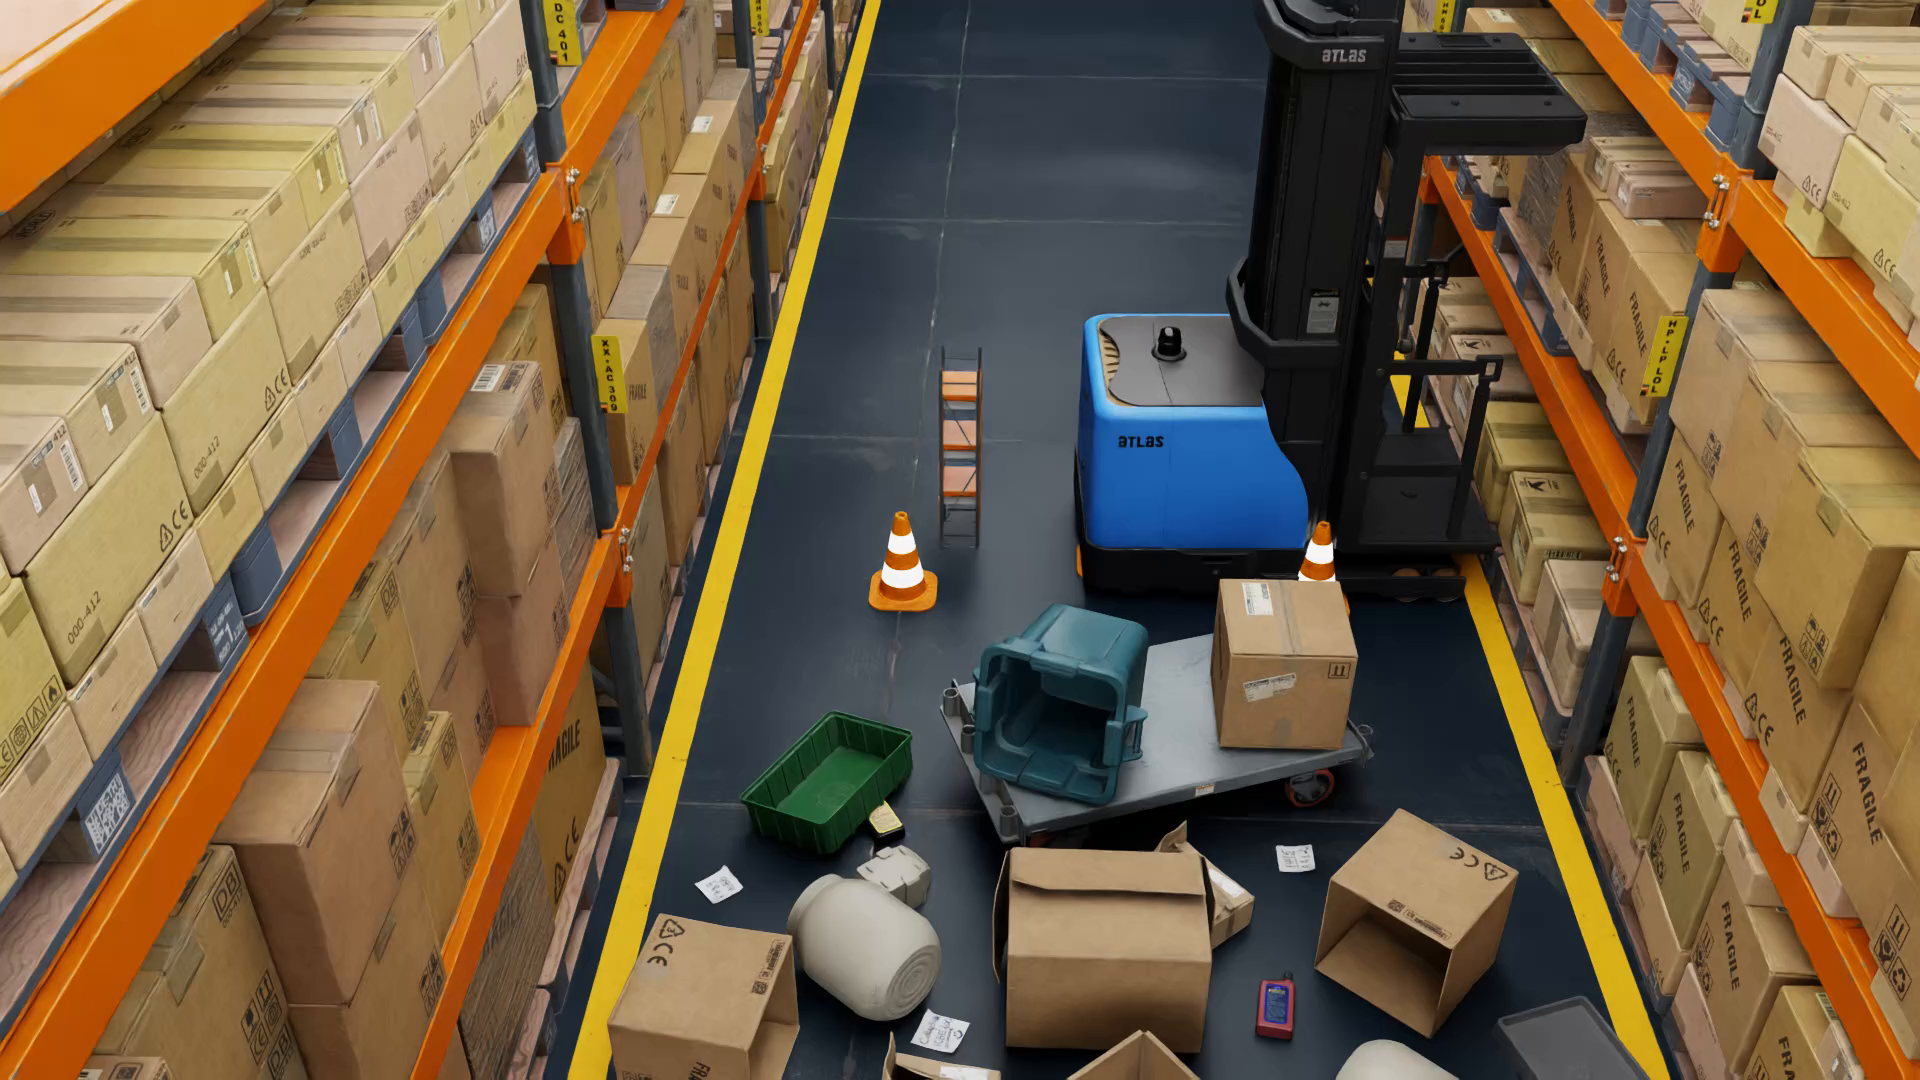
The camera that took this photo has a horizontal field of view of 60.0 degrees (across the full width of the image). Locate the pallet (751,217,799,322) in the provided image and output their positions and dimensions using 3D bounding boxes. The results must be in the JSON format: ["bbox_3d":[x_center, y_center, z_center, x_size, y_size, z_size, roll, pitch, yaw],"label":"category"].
[{"bbox_3d":[-1.653,-1.841,11.132,1.003,0.211,1.213,1,35,2],"label":"pallet"}]

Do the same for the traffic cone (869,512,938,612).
[{"bbox_3d":[-0.283,0.067,8.197,0.336,0.463,0.334,1,35,2],"label":"traffic cone"}]

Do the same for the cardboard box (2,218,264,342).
[{"bbox_3d":[-1.623,-0.515,3.284,0.380,0.149,0.250,1,35,1],"label":"cardboard box"}]

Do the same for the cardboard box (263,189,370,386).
[{"bbox_3d":[-1.671,-0.578,3.720,0.500,0.250,0.500,1,35,2],"label":"cardboard box"}]

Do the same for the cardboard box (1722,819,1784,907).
[{"bbox_3d":[2.719,1.056,5.395,0.380,0.149,0.250,3,35,5],"label":"cardboard box"}]

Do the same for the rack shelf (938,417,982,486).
[{"bbox_3d":[0.002,-0.452,8.444,0.215,0.259,0.240,1,35,2],"label":"rack shelf"}]

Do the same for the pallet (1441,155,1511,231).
[{"bbox_3d":[3.342,-1.986,9.080,1.213,0.211,1.003,1,35,2],"label":"pallet"}]

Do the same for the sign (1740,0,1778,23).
[{"bbox_3d":[2.549,-1.789,5.232,0.100,0.325,0.005,1,35,2],"label":"sign"}]

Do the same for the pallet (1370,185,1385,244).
[{"bbox_3d":[3.423,-2.486,12.050,1.003,0.211,1.213,1,35,2],"label":"pallet"}]

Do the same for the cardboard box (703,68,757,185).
[{"bbox_3d":[-1.435,-2.309,9.285,0.500,0.500,0.500,1,35,2],"label":"cardboard box"}]

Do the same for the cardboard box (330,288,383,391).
[{"bbox_3d":[-1.602,-0.478,3.925,0.380,0.149,0.250,1,35,2],"label":"cardboard box"}]

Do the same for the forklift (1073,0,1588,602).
[{"bbox_3d":[2.129,-1.200,7.854,3.031,2.935,1.130,0,35,0],"label":"forklift"}]

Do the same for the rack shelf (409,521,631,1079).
[{"bbox_3d":[-1.926,1.209,4.993,1.077,0.370,4.000,1,35,2],"label":"rack shelf"}]

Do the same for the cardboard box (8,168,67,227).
[{"bbox_3d":[-2.261,-0.823,3.722,0.380,0.149,0.250,1,35,2],"label":"cardboard box"}]

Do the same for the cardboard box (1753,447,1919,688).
[{"bbox_3d":[2.780,0.078,4.760,0.700,0.500,0.500,1,35,1],"label":"cardboard box"}]

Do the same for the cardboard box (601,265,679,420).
[{"bbox_3d":[-1.537,-0.862,7.226,0.500,0.500,0.500,2,35,2],"label":"cardboard box"}]

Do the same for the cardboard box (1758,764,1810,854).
[{"bbox_3d":[2.710,0.833,5.121,0.380,0.149,0.250,1,35,2],"label":"cardboard box"}]

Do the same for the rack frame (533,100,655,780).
[{"bbox_3d":[-1.846,-0.235,6.421,1.000,3.000,0.127,1,35,2],"label":"rack frame"}]

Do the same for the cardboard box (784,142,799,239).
[{"bbox_3d":[-1.385,-2.371,11.270,0.500,0.500,0.500,2,35,2],"label":"cardboard box"}]

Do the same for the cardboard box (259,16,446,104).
[{"bbox_3d":[-1.574,-1.248,4.326,0.380,0.149,0.250,2,35,3],"label":"cardboard box"}]

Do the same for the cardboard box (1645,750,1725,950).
[{"bbox_3d":[2.801,1.108,5.884,0.500,0.500,0.500,3,35,4],"label":"cardboard box"}]

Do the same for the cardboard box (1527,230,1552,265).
[{"bbox_3d":[2.952,-1.436,7.983,0.380,0.149,0.250,2,35,3],"label":"cardboard box"}]

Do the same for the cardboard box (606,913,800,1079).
[{"bbox_3d":[-0.883,1.702,5.836,0.500,0.500,0.500,7,36,10],"label":"cardboard box"}]

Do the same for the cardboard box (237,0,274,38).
[{"bbox_3d":[-2.210,-1.550,4.757,0.380,0.149,0.250,1,35,1],"label":"cardboard box"}]

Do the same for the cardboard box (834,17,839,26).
[{"bbox_3d":[-1.260,-4.482,14.579,0.380,0.149,0.250,1,35,1],"label":"cardboard box"}]

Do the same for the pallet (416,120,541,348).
[{"bbox_3d":[-1.889,-0.956,4.916,1.003,0.211,1.213,1,35,2],"label":"pallet"}]

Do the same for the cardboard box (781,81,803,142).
[{"bbox_3d":[-1.363,-2.955,11.448,0.500,0.250,0.500,2,35,2],"label":"cardboard box"}]

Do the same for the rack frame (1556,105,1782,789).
[{"bbox_3d":[3.104,-0.179,6.341,1.000,3.000,0.127,1,35,2],"label":"rack frame"}]

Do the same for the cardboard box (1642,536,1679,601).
[{"bbox_3d":[2.771,0.098,6.166,0.380,0.149,0.250,1,35,2],"label":"cardboard box"}]

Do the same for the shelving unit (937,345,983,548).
[{"bbox_3d":[0.002,-0.460,8.438,0.215,1.050,0.252,1,35,2],"label":"shelving unit"}]

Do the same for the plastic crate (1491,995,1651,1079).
[{"bbox_3d":[2.222,1.899,5.924,0.402,0.080,0.583,-10,36,-14],"label":"plastic crate"}]

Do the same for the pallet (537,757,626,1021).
[{"bbox_3d":[-1.955,1.341,6.604,1.003,0.211,1.213,1,35,2],"label":"pallet"}]

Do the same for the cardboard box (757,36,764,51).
[{"bbox_3d":[-1.445,-3.164,10.442,0.380,0.149,0.250,3,35,4],"label":"cardboard box"}]

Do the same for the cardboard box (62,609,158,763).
[{"bbox_3d":[-1.653,0.246,2.894,0.380,0.149,0.250,1,35,2],"label":"cardboard box"}]

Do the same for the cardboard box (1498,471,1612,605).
[{"bbox_3d":[3.148,0.010,7.993,0.950,0.372,0.625,3,35,5],"label":"cardboard box"}]

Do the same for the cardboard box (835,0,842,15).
[{"bbox_3d":[-1.248,-4.760,14.715,0.380,0.149,0.250,3,35,4],"label":"cardboard box"}]

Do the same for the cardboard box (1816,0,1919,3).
[{"bbox_3d":[3.000,-2.057,5.735,0.500,0.250,0.500,2,35,3],"label":"cardboard box"}]

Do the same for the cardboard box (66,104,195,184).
[{"bbox_3d":[-2.184,-0.881,4.151,0.500,0.250,0.500,1,35,1],"label":"cardboard box"}]

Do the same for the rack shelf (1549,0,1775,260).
[{"bbox_3d":[3.184,-2.261,7.320,1.077,0.370,4.000,1,35,2],"label":"rack shelf"}]

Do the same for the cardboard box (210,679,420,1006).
[{"bbox_3d":[-1.865,0.711,4.006,0.875,0.550,0.550,1,35,2],"label":"cardboard box"}]

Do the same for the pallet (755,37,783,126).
[{"bbox_3d":[-1.763,-2.866,10.332,1.213,0.211,1.003,1,35,2],"label":"pallet"}]

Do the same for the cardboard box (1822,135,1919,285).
[{"bbox_3d":[2.801,-0.923,4.664,0.500,0.250,0.500,1,35,1],"label":"cardboard box"}]

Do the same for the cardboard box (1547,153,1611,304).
[{"bbox_3d":[2.939,-1.365,7.318,0.500,0.500,0.500,2,35,4],"label":"cardboard box"}]

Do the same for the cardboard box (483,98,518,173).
[{"bbox_3d":[-1.551,-1.211,4.967,0.380,0.149,0.250,2,35,3],"label":"cardboard box"}]

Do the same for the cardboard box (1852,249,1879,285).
[{"bbox_3d":[2.880,-0.835,4.886,0.380,0.149,0.250,1,35,2],"label":"cardboard box"}]

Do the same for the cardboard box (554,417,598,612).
[{"bbox_3d":[-1.849,-0.084,6.076,0.875,0.550,0.550,1,35,2],"label":"cardboard box"}]

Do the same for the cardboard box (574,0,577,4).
[{"bbox_3d":[-1.557,-2.162,6.321,0.250,0.149,0.380,1,35,2],"label":"cardboard box"}]

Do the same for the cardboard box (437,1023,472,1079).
[{"bbox_3d":[-2.012,1.864,4.917,0.875,0.875,0.875,1,35,1],"label":"cardboard box"}]

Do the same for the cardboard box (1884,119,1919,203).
[{"bbox_3d":[2.727,-1.004,4.432,0.380,0.149,0.250,1,35,2],"label":"cardboard box"}]

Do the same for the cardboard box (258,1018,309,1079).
[{"bbox_3d":[-2.037,1.471,3.863,0.875,0.550,0.550,1,35,2],"label":"cardboard box"}]

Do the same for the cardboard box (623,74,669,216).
[{"bbox_3d":[-1.771,-1.846,7.757,0.700,0.500,0.500,1,35,1],"label":"cardboard box"}]

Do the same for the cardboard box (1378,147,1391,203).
[{"bbox_3d":[3.415,-2.686,11.392,0.875,0.875,0.875,2,35,2],"label":"cardboard box"}]

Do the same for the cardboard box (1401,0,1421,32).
[{"bbox_3d":[3.047,-3.199,10.334,0.500,0.250,0.500,0,35,1],"label":"cardboard box"}]

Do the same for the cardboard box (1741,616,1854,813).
[{"bbox_3d":[2.778,0.482,5.055,0.500,0.500,0.500,1,35,1],"label":"cardboard box"}]

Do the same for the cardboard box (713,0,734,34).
[{"bbox_3d":[-1.473,-3.109,9.847,0.380,0.149,0.250,1,35,2],"label":"cardboard box"}]

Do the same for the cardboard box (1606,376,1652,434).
[{"bbox_3d":[2.849,-0.550,6.722,0.380,0.149,0.250,2,35,3],"label":"cardboard box"}]

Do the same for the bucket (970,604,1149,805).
[{"bbox_3d":[0.452,0.614,6.738,0.726,0.611,0.620,13,27,18],"label":"bucket"}]
